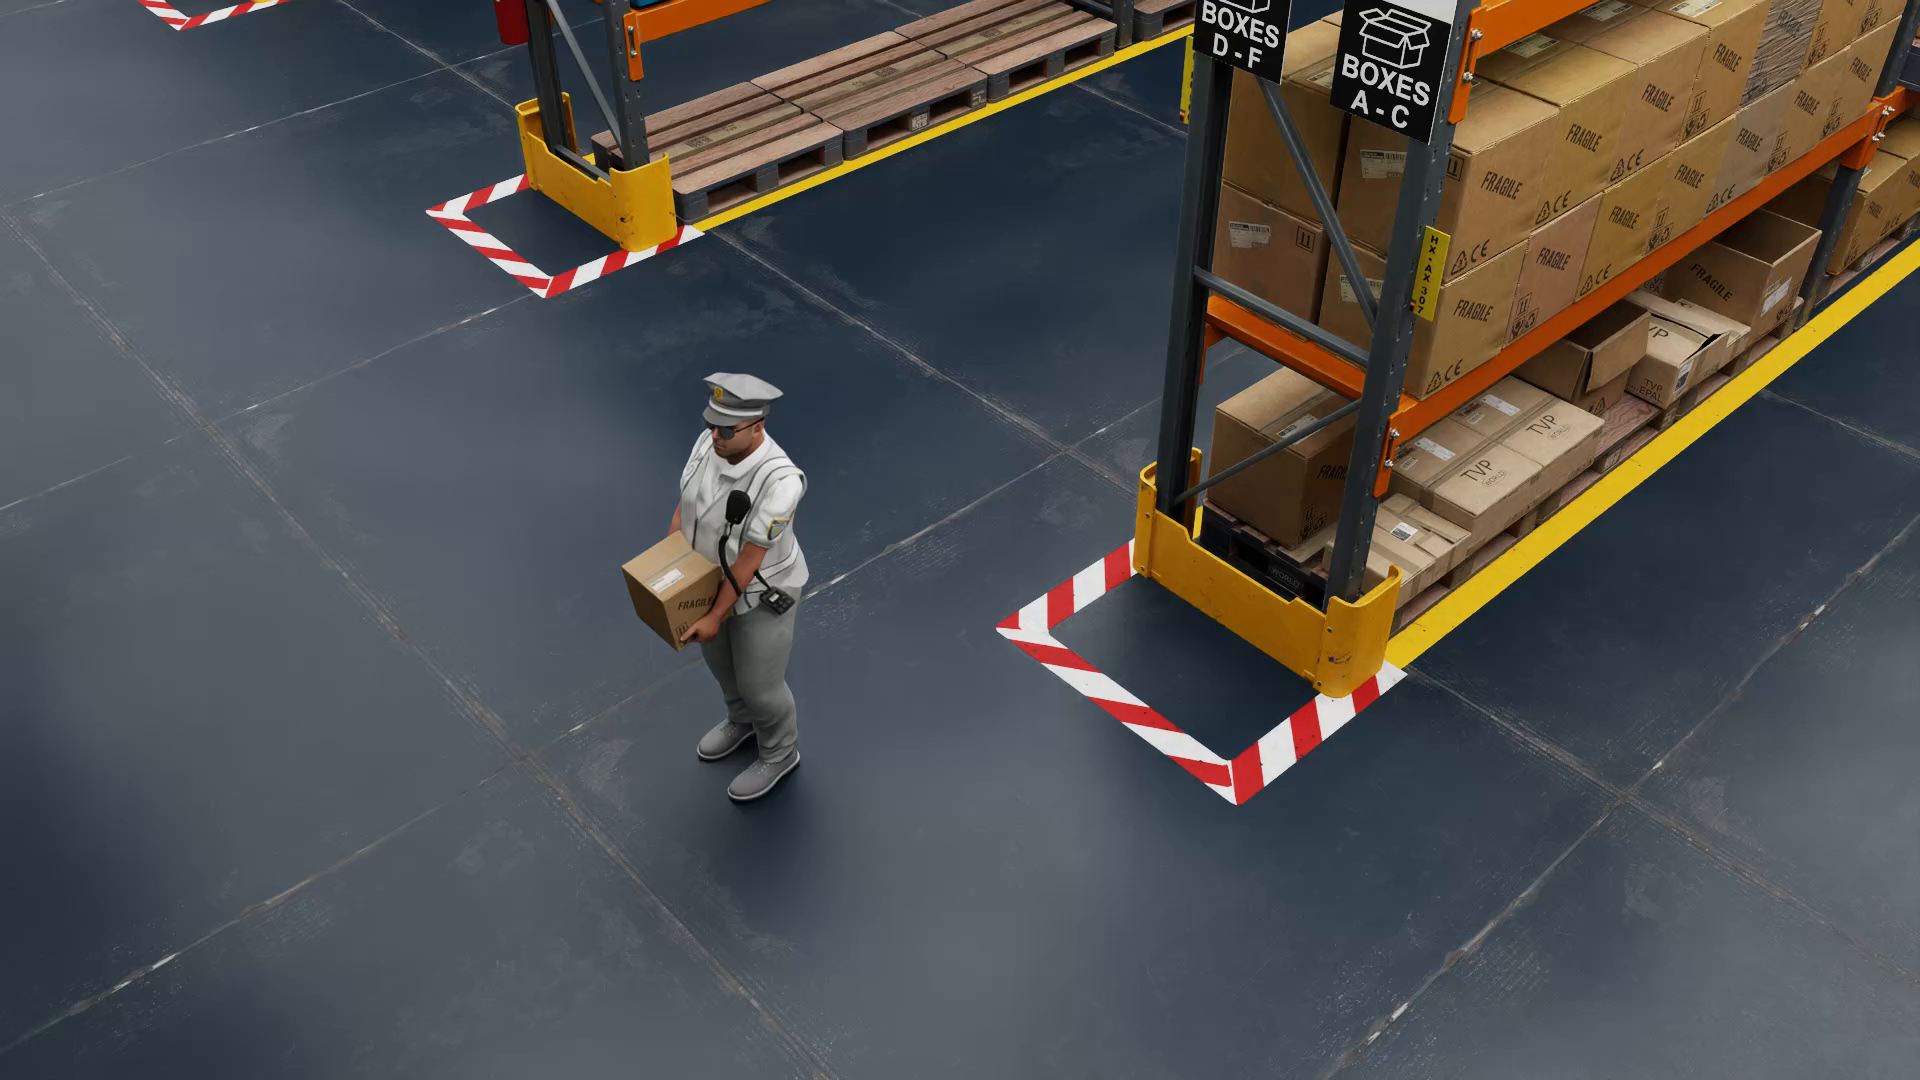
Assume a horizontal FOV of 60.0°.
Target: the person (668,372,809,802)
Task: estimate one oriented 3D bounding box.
[{"bbox_3d":[-0.820,0.195,5.903,0.566,1.771,0.490,-30,48,-31],"label":"person"}]
